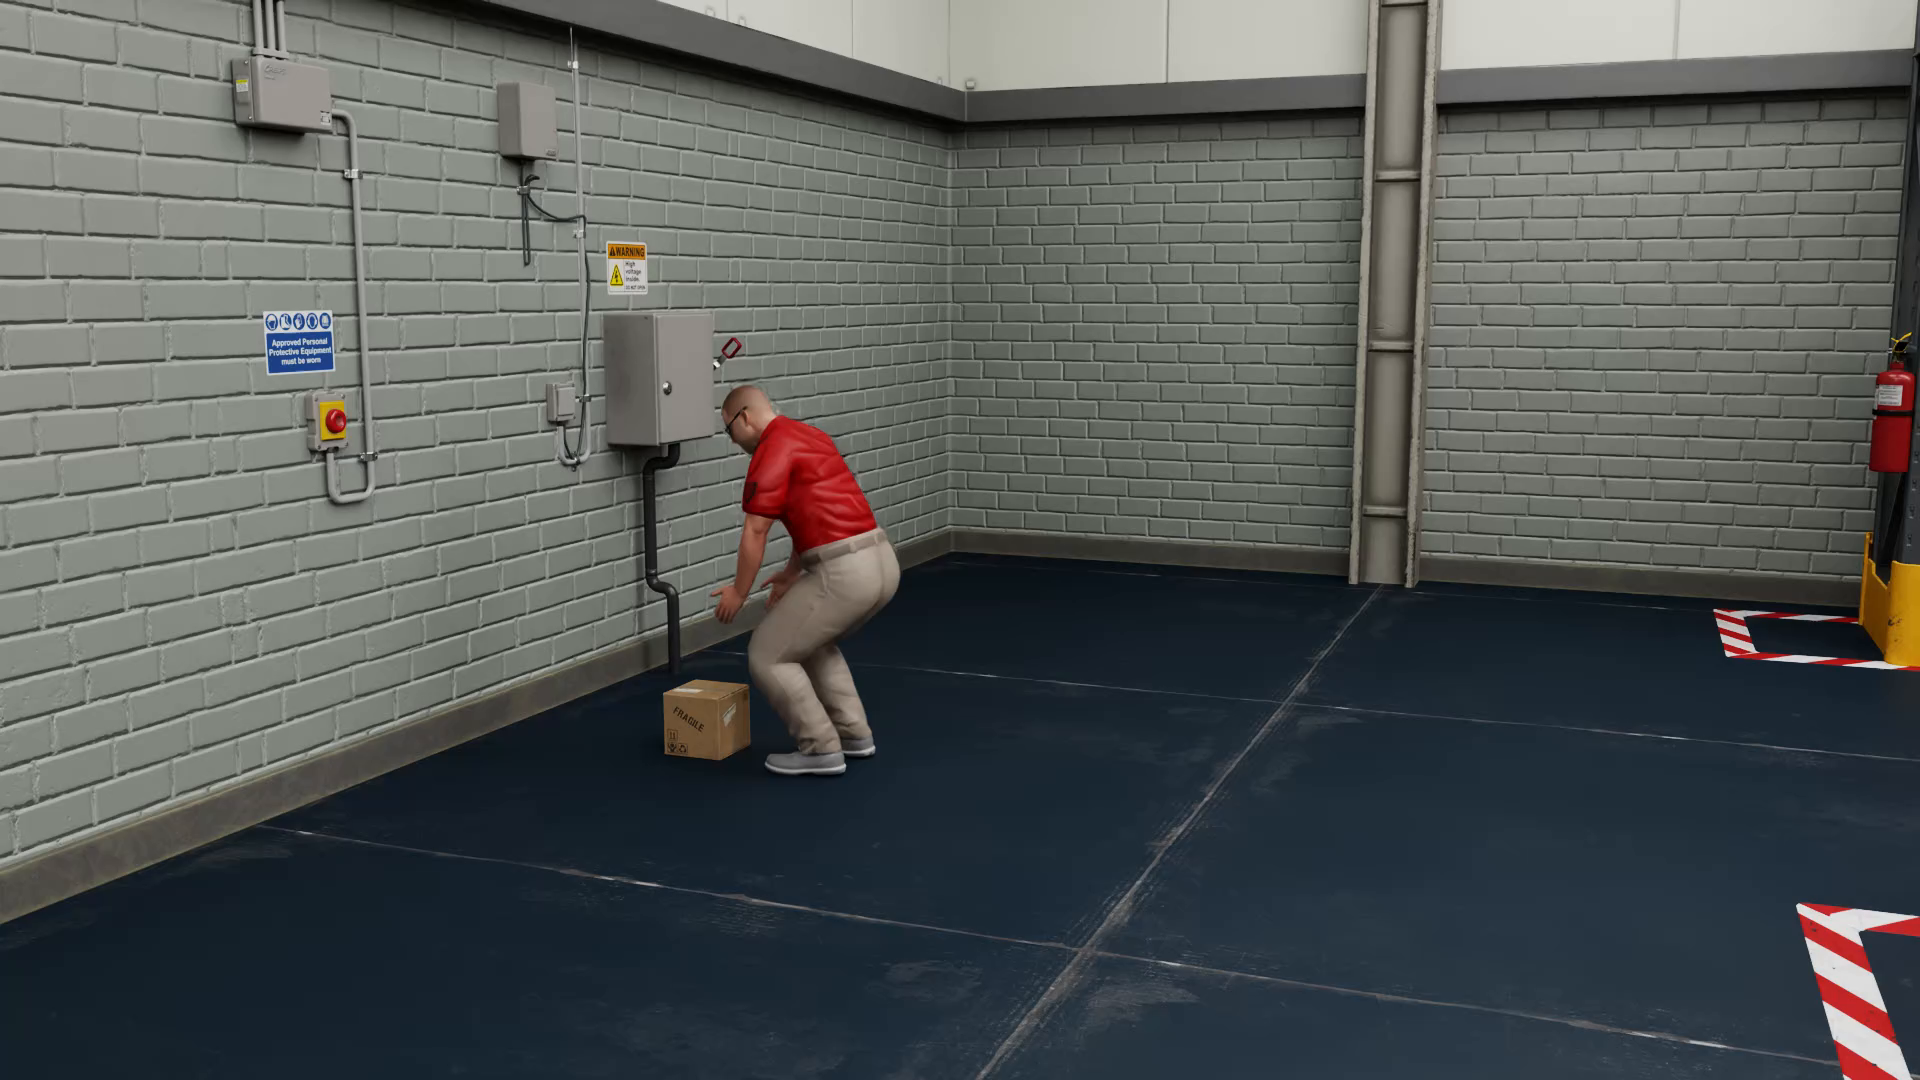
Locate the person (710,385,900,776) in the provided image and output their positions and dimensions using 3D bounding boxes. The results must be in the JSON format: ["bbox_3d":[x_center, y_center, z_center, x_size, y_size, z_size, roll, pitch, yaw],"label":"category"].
[{"bbox_3d":[-0.588,0.149,6.329,0.666,1.466,0.588,3,9,21],"label":"person"}]
